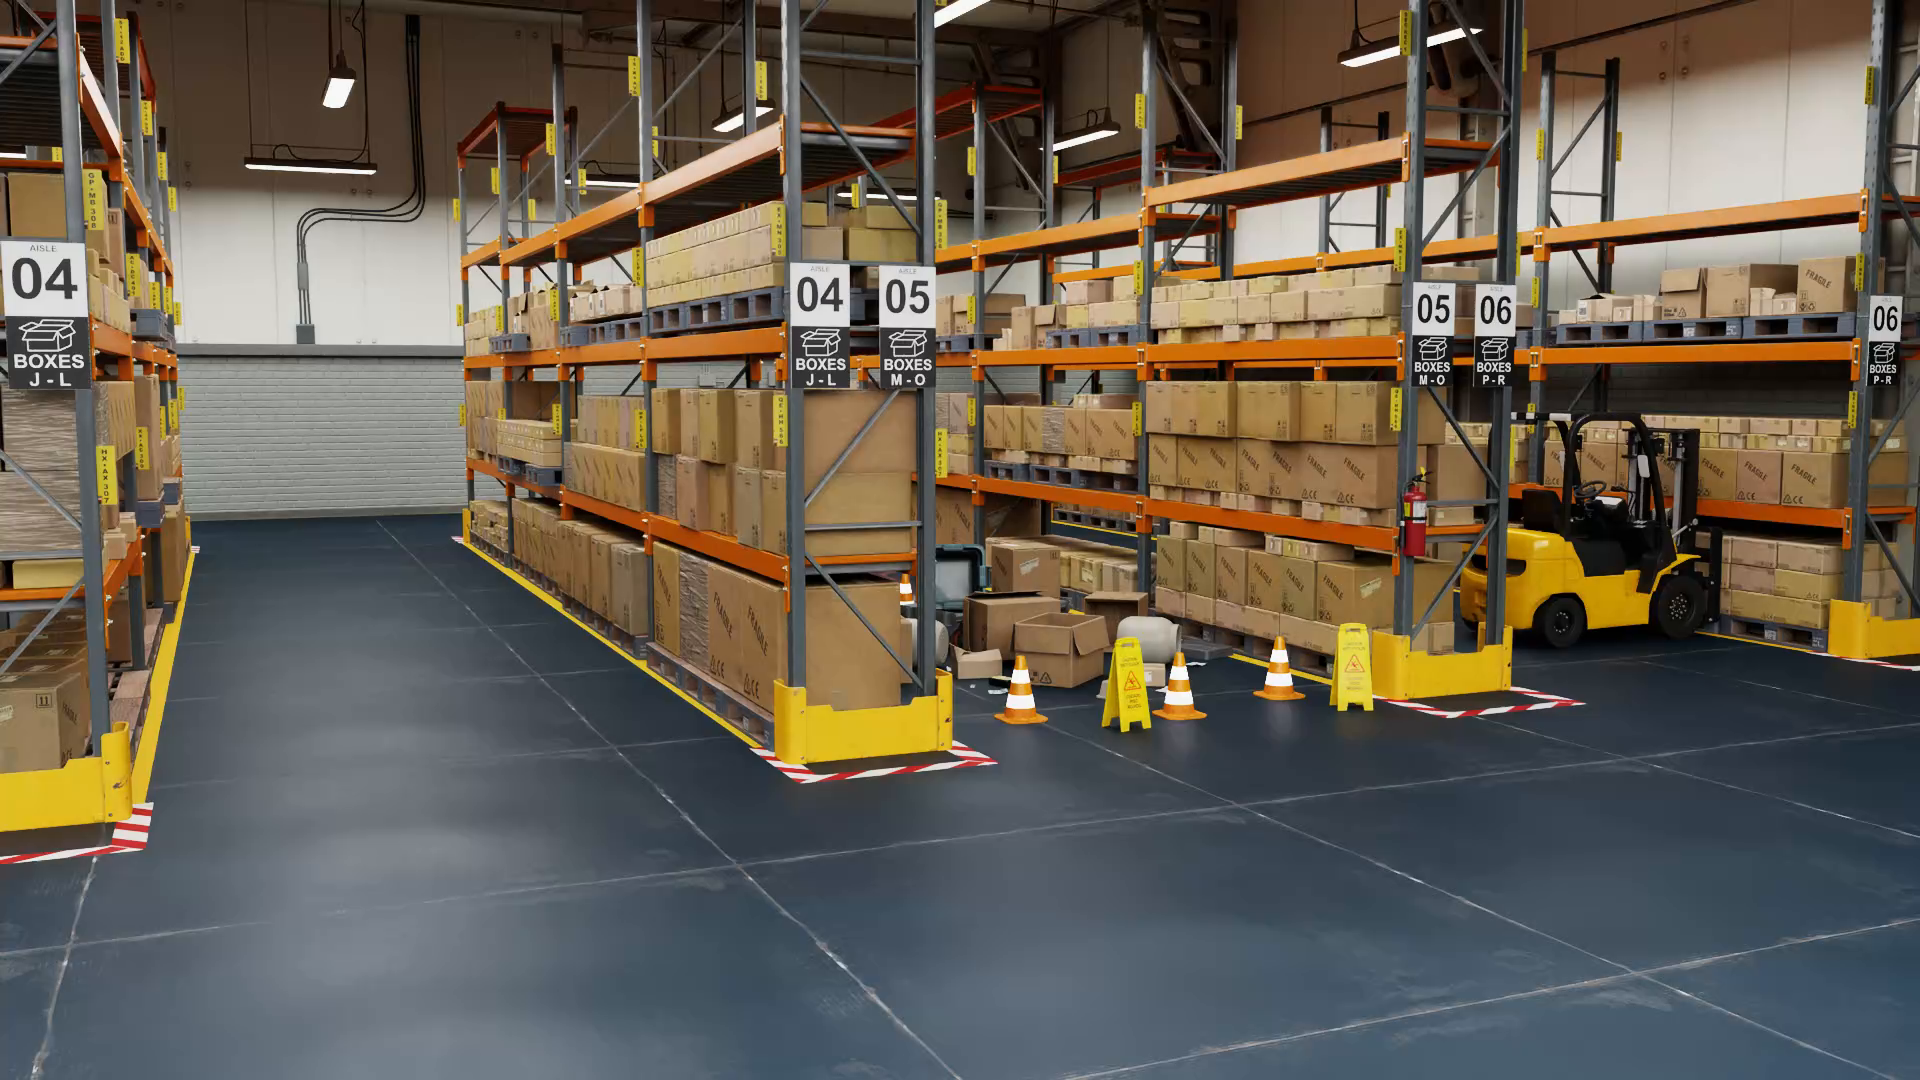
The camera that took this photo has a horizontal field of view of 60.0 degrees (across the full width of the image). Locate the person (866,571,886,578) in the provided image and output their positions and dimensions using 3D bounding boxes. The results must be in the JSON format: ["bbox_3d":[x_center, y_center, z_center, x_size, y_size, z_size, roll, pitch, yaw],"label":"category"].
[{"bbox_3d":[-0.967,-0.011,17.141,0.479,1.669,0.441,-2,6,-23],"label":"person"}]
